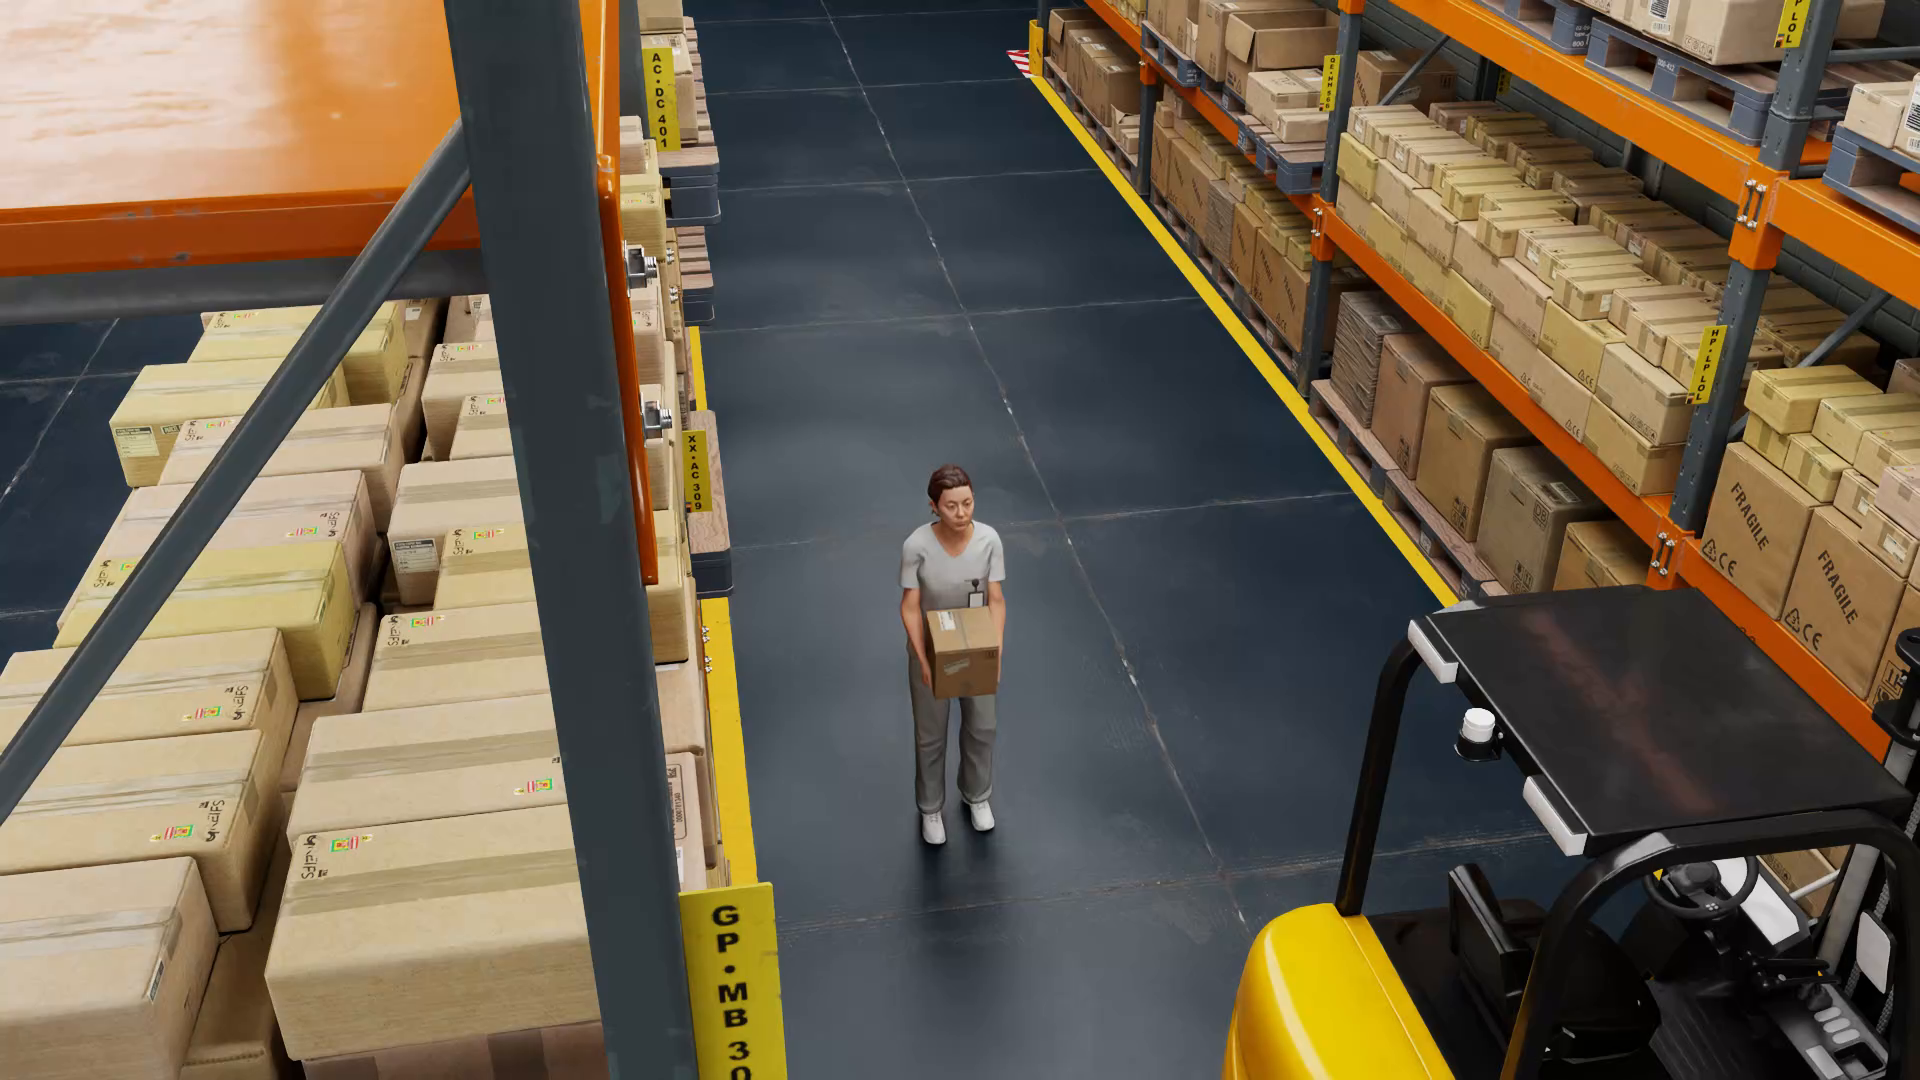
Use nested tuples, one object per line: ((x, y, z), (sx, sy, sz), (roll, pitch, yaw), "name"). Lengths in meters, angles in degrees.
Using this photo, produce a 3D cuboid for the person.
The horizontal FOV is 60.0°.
((-0.023, 0.499, 6.808), (0.437, 1.665, 0.549), (-5, 31, -8), "person")
